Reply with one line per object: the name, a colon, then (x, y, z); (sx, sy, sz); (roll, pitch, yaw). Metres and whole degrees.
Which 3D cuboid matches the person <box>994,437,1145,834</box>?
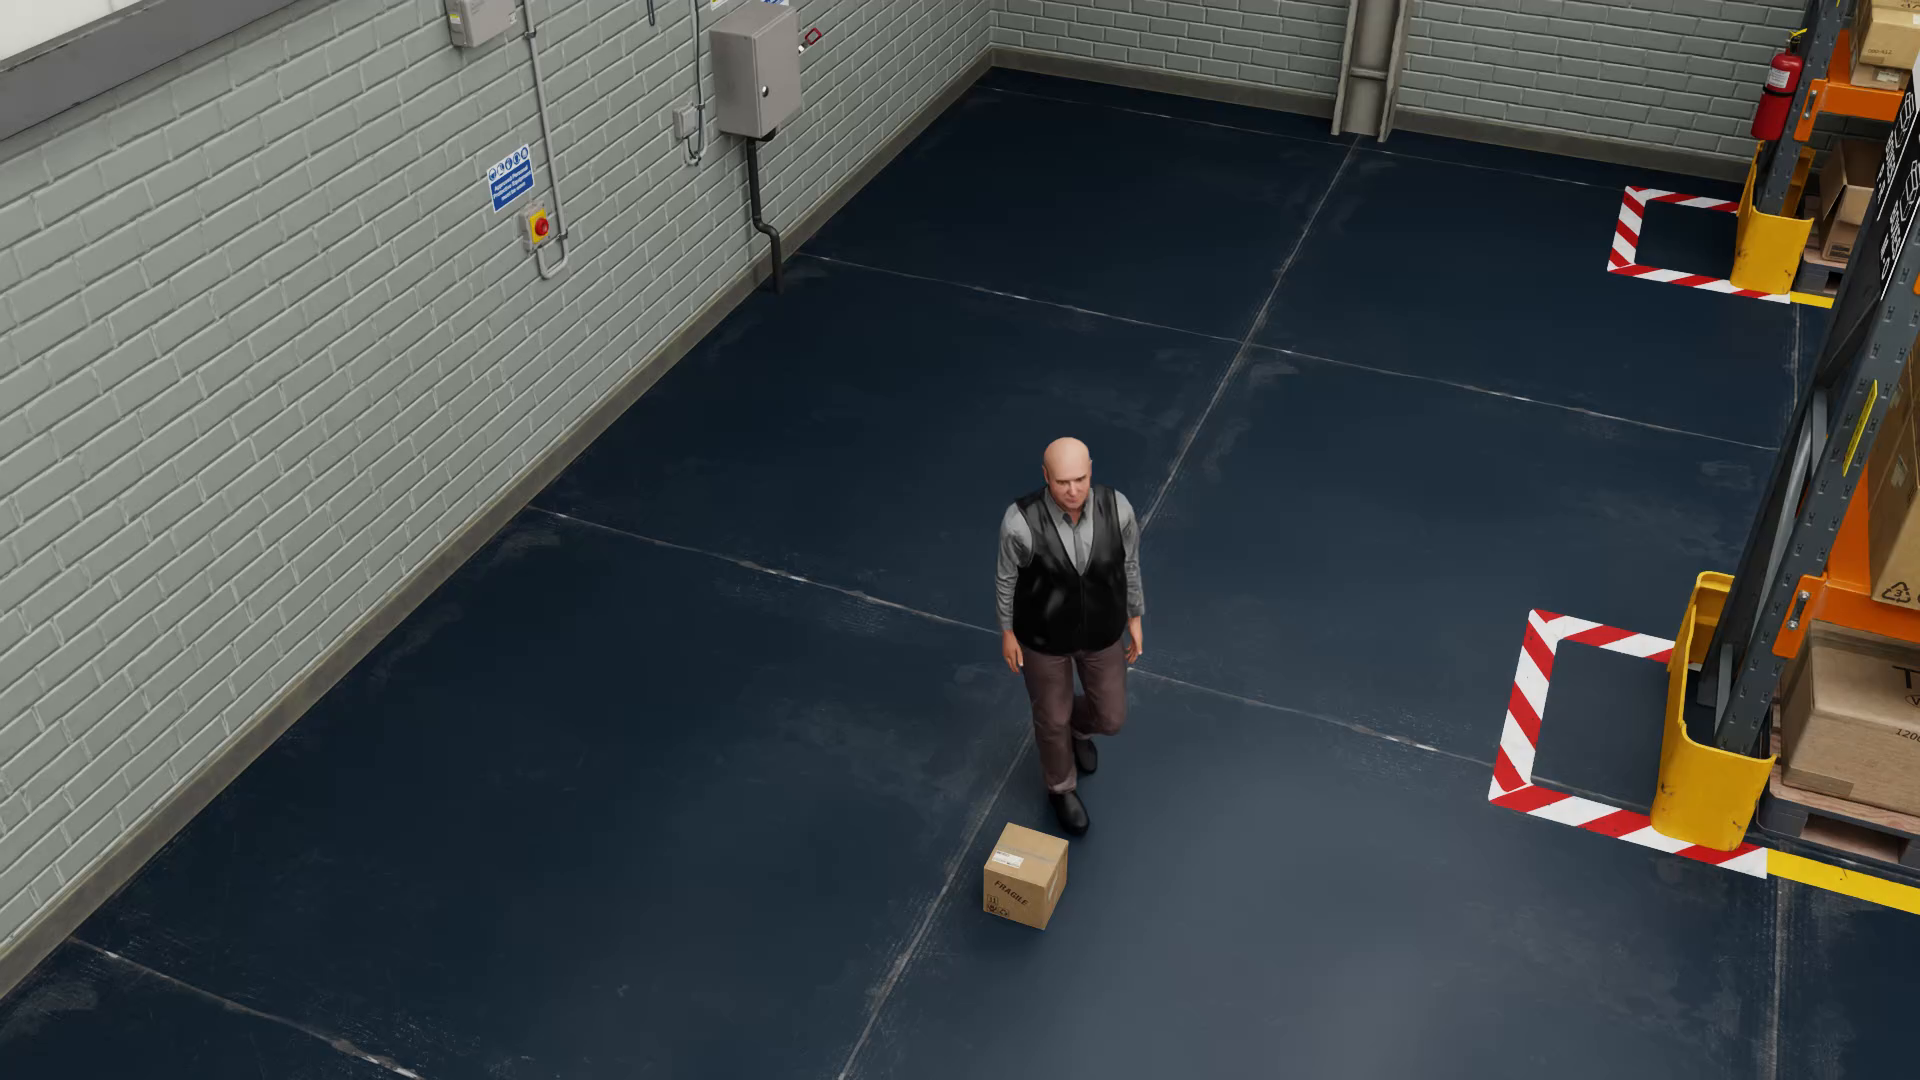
person: (0.421, 0.351, 6.370); (0.571, 1.723, 0.562); (-8, 38, -10)
